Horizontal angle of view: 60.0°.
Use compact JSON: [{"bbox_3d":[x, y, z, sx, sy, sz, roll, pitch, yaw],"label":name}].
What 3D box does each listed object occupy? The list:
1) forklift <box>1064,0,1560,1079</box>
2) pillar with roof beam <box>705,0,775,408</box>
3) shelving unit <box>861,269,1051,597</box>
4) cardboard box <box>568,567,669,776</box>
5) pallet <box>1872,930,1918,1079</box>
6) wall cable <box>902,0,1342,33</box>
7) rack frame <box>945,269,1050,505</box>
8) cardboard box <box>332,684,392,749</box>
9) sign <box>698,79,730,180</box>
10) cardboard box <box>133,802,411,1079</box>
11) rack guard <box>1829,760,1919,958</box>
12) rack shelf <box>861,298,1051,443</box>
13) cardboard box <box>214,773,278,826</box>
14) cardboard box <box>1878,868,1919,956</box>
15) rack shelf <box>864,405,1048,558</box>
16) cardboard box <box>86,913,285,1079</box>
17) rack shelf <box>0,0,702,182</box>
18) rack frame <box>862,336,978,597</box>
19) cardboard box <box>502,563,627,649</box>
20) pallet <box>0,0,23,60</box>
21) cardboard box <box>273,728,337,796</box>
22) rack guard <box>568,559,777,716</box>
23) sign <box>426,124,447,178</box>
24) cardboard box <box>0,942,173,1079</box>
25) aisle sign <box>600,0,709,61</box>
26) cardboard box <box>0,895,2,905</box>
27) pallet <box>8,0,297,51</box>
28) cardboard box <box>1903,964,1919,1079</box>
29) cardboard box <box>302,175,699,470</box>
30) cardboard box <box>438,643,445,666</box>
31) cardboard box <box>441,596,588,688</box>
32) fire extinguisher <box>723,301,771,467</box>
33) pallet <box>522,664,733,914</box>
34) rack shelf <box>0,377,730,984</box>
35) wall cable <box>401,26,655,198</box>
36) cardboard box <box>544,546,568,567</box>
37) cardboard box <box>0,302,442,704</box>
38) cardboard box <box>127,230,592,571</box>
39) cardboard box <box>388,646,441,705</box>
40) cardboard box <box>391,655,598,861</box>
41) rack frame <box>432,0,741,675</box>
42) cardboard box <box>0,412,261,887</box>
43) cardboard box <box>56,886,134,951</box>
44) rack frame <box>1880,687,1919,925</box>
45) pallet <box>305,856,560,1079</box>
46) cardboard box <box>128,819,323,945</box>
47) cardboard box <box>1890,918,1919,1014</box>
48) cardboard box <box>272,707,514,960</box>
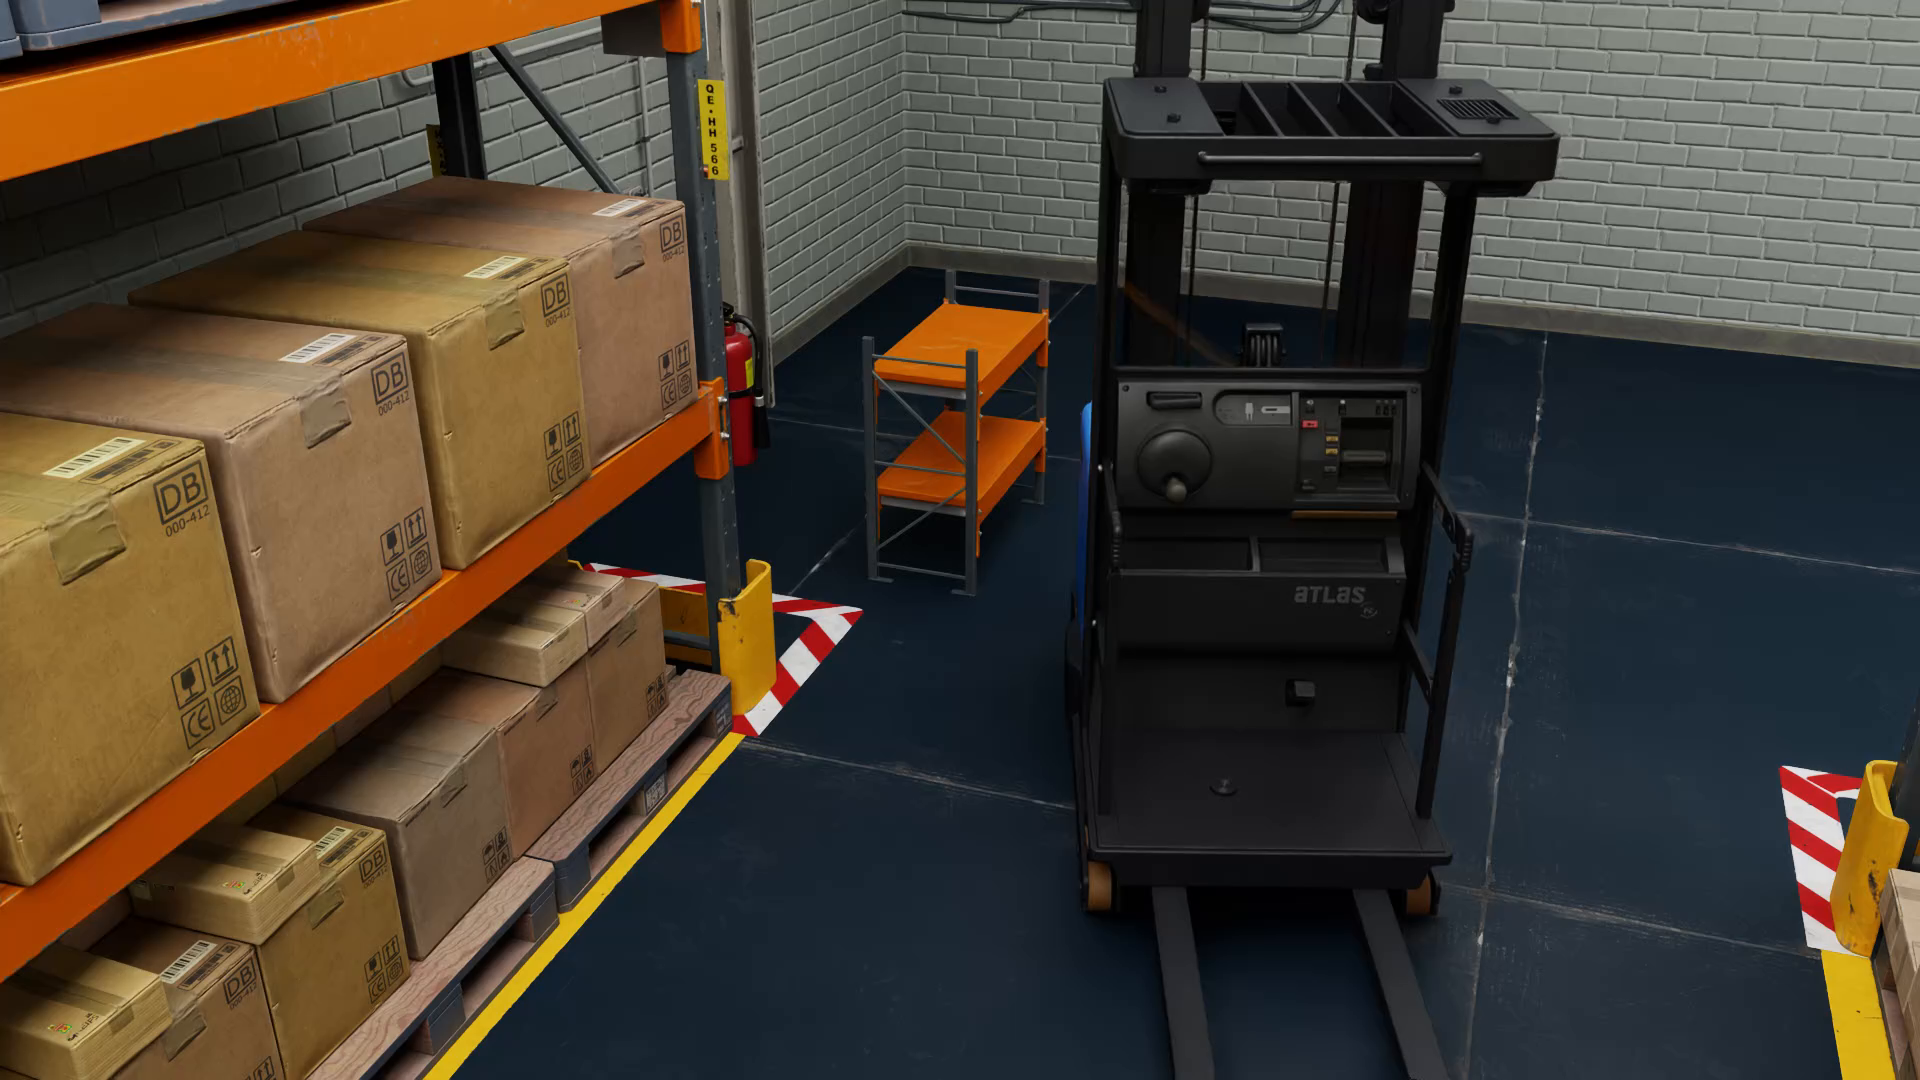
[{"bbox_3d":[0.947,-0.264,4.932,1.130,2.935,3.031,1,26,1],"label":"forklift"},{"bbox_3d":[2.817,-4.125,5.944,9.100,9.000,0.400,9,27,17],"label":"pillar with roof beam"},{"bbox_3d":[0.002,-0.509,7.511,0.538,1.125,1.048,9,27,17],"label":"shelving unit"},{"bbox_3d":[-1.464,0.424,5.819,0.700,0.500,0.500,9,27,17],"label":"cardboard box"},{"bbox_3d":[3.057,1.517,4.376,1.003,0.211,1.213,9,27,17],"label":"pallet"},{"bbox_3d":[0.893,-4.389,10.053,3.097,2.526,0.112,9,27,17],"label":"wall cable"},{"bbox_3d":[0.171,-0.718,7.942,0.500,1.125,0.032,9,27,17],"label":"rack frame"},{"bbox_3d":[-1.947,0.467,4.985,0.380,0.149,0.250,9,27,18],"label":"cardboard box"},{"bbox_3d":[-0.819,-1.358,5.512,0.100,0.325,0.005,9,27,17],"label":"sign"},{"bbox_3d":[-1.968,1.057,4.512,0.700,0.500,0.500,9,27,19],"label":"cardboard box"},{"bbox_3d":[3.322,1.059,4.989,1.175,0.500,0.348,9,27,17],"label":"rack guard"},{"bbox_3d":[0.002,-0.772,7.383,0.538,0.278,1.000,9,27,17],"label":"rack shelf"},{"bbox_3d":[-2.116,0.677,4.552,0.380,0.149,0.250,8,27,17],"label":"cardboard box"},{"bbox_3d":[2.883,1.110,4.782,0.380,0.149,0.250,9,27,17],"label":"cardboard box"},{"bbox_3d":[0.002,-0.289,7.617,0.538,0.278,1.000,9,27,17],"label":"rack shelf"},{"bbox_3d":[-2.141,1.267,4.077,0.700,0.500,0.500,8,27,17],"label":"cardboard box"},{"bbox_3d":[-1.991,-1.019,3.795,1.077,0.370,4.000,9,27,17],"label":"rack shelf"},{"bbox_3d":[-0.167,-0.300,7.079,0.500,1.125,0.032,9,27,17],"label":"rack frame"},{"bbox_3d":[-1.335,0.211,5.514,0.380,0.149,0.250,8,27,17],"label":"cardboard box"},{"bbox_3d":[-2.375,-0.815,2.652,1.003,0.211,1.213,9,27,17],"label":"pallet"},{"bbox_3d":[-2.032,0.573,4.767,0.380,0.149,0.250,9,27,18],"label":"cardboard box"},{"bbox_3d":[-1.318,0.301,6.555,1.175,0.500,0.348,9,27,17],"label":"rack guard"},{"bbox_3d":[-1.847,-1.323,5.955,0.100,0.325,0.005,9,27,17],"label":"sign"},{"bbox_3d":[-2.025,1.067,3.747,0.380,0.149,0.250,10,27,19],"label":"cardboard box"},{"bbox_3d":[-1.019,-1.970,5.394,0.394,0.787,0.004,9,27,17],"label":"aisle sign"},{"bbox_3d":[-2.461,0.474,2.985,0.980,0.700,0.700,9,27,18],"label":"cardboard box"},{"bbox_3d":[-1.967,-1.315,3.684,1.003,0.211,1.213,9,27,17],"label":"pallet"},{"bbox_3d":[2.732,1.330,4.212,0.500,0.250,0.500,9,27,17],"label":"cardboard box"},{"bbox_3d":[-1.486,-0.738,5.489,0.980,0.700,0.700,10,28,20],"label":"cardboard box"},{"bbox_3d":[-1.779,0.260,5.413,0.380,0.149,0.250,9,27,18],"label":"cardboard box"},{"bbox_3d":[-1.420,0.316,5.297,0.380,0.149,0.250,9,27,19],"label":"cardboard box"},{"bbox_3d":[-0.840,-0.607,6.078,0.296,0.674,0.183,9,27,17],"label":"fire extinguisher"},{"bbox_3d":[-1.518,0.781,5.895,1.003,0.211,1.213,9,27,17],"label":"pallet"},{"bbox_3d":[-1.991,0.331,4.449,1.077,0.370,4.000,9,27,17],"label":"rack shelf"},{"bbox_3d":[-1.792,-1.935,7.138,0.084,1.984,1.851,9,27,17],"label":"wall cable"},{"bbox_3d":[-1.611,0.052,5.844,0.380,0.149,0.250,9,27,18],"label":"cardboard box"},{"bbox_3d":[-1.980,-0.126,4.223,0.980,0.700,0.700,7,27,15],"label":"cardboard box"},{"bbox_3d":[-1.718,-0.438,4.868,0.980,0.700,0.700,9,27,17],"label":"cardboard box"},{"bbox_3d":[-1.863,0.363,5.201,0.380,0.149,0.250,9,27,18],"label":"cardboard box"},{"bbox_3d":[-1.631,0.630,5.394,0.700,0.500,0.500,9,27,17],"label":"cardboard box"},{"bbox_3d":[-1.326,-0.814,5.990,1.000,3.000,0.127,9,27,17],"label":"rack frame"},{"bbox_3d":[-2.213,0.175,3.603,0.980,0.700,0.700,8,27,16],"label":"cardboard box"},{"bbox_3d":[-2.286,0.887,4.119,0.380,0.149,0.250,8,27,16],"label":"cardboard box"},{"bbox_3d":[3.347,-0.097,4.509,1.000,3.000,0.127,9,27,17],"label":"rack frame"},{"bbox_3d":[-1.926,1.280,4.863,1.003,0.211,1.213,9,27,17],"label":"pallet"},{"bbox_3d":[-1.852,0.852,4.190,0.380,0.149,0.250,8,27,16],"label":"cardboard box"},{"bbox_3d":[2.800,1.205,4.566,0.380,0.166,0.250,9,27,17],"label":"cardboard box"},{"bbox_3d":[-1.798,0.836,4.967,0.700,0.500,0.500,8,27,16],"label":"cardboard box"}]
